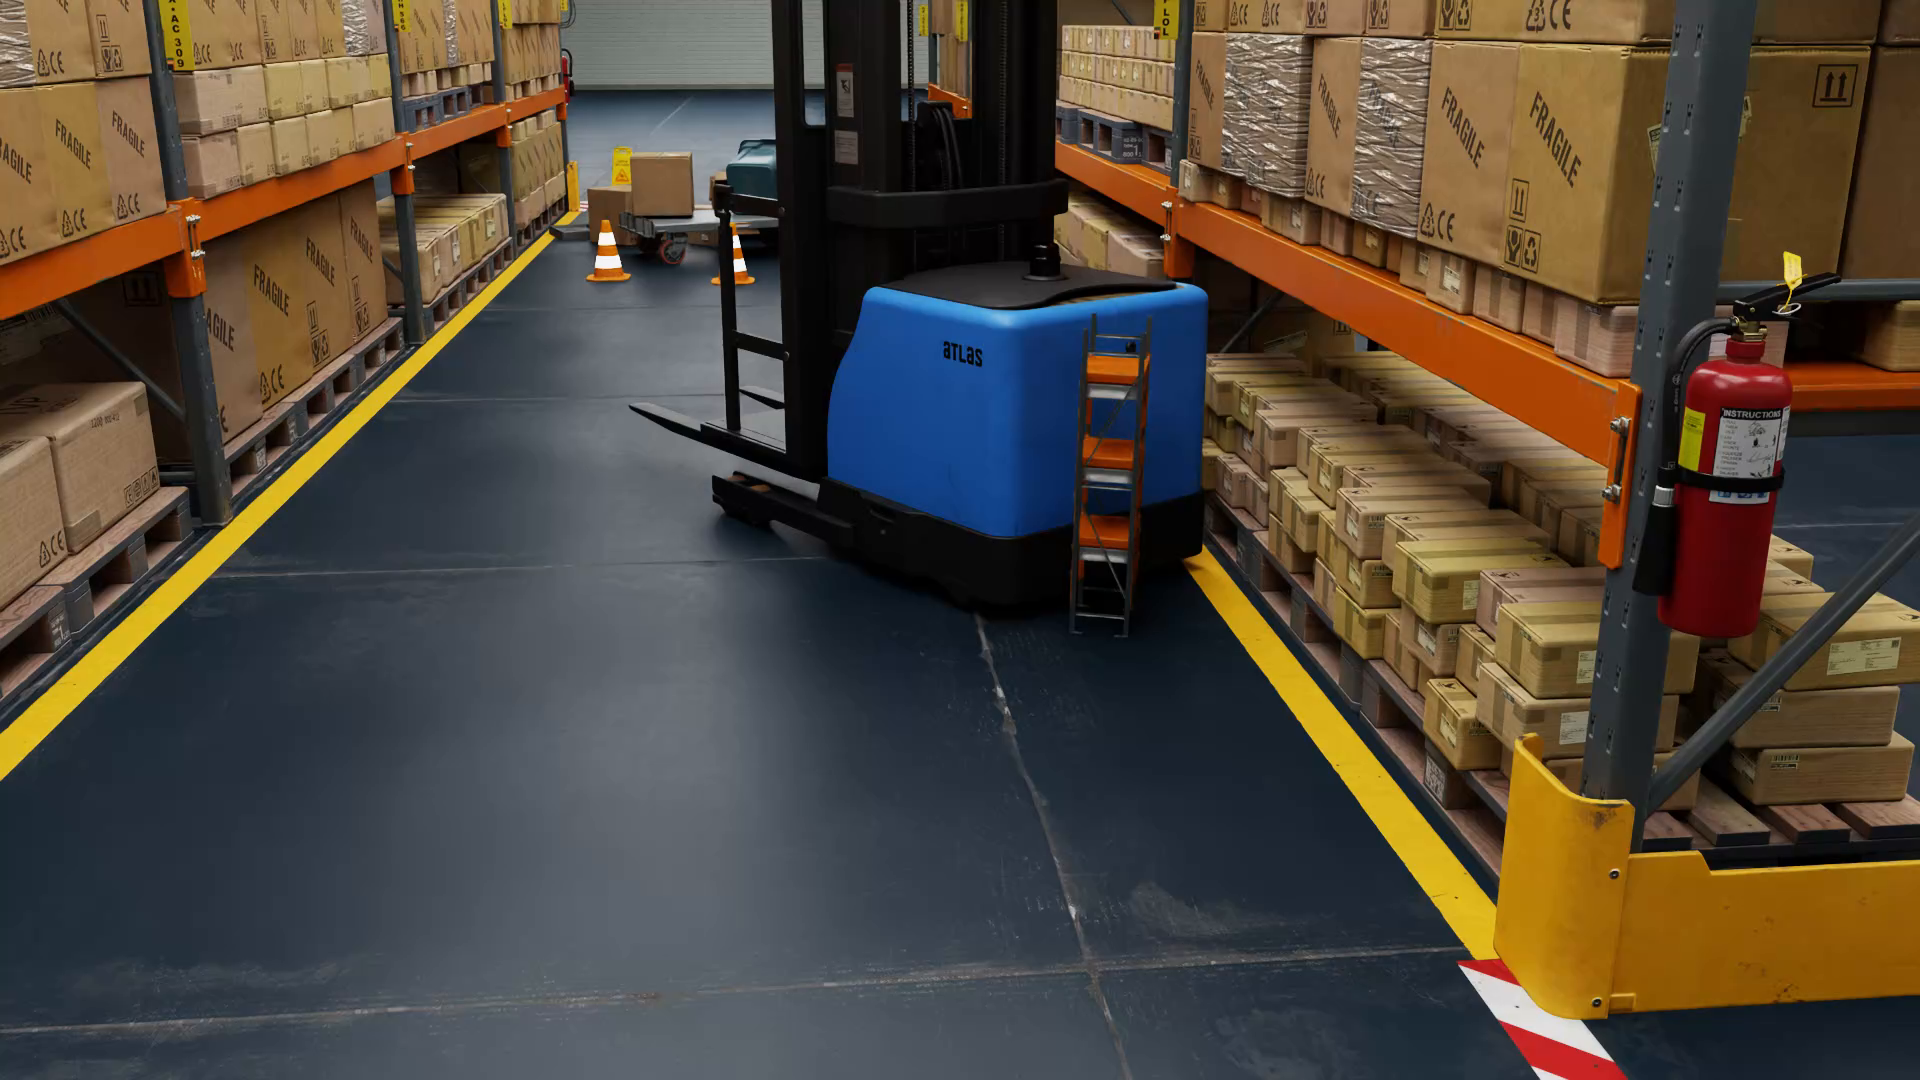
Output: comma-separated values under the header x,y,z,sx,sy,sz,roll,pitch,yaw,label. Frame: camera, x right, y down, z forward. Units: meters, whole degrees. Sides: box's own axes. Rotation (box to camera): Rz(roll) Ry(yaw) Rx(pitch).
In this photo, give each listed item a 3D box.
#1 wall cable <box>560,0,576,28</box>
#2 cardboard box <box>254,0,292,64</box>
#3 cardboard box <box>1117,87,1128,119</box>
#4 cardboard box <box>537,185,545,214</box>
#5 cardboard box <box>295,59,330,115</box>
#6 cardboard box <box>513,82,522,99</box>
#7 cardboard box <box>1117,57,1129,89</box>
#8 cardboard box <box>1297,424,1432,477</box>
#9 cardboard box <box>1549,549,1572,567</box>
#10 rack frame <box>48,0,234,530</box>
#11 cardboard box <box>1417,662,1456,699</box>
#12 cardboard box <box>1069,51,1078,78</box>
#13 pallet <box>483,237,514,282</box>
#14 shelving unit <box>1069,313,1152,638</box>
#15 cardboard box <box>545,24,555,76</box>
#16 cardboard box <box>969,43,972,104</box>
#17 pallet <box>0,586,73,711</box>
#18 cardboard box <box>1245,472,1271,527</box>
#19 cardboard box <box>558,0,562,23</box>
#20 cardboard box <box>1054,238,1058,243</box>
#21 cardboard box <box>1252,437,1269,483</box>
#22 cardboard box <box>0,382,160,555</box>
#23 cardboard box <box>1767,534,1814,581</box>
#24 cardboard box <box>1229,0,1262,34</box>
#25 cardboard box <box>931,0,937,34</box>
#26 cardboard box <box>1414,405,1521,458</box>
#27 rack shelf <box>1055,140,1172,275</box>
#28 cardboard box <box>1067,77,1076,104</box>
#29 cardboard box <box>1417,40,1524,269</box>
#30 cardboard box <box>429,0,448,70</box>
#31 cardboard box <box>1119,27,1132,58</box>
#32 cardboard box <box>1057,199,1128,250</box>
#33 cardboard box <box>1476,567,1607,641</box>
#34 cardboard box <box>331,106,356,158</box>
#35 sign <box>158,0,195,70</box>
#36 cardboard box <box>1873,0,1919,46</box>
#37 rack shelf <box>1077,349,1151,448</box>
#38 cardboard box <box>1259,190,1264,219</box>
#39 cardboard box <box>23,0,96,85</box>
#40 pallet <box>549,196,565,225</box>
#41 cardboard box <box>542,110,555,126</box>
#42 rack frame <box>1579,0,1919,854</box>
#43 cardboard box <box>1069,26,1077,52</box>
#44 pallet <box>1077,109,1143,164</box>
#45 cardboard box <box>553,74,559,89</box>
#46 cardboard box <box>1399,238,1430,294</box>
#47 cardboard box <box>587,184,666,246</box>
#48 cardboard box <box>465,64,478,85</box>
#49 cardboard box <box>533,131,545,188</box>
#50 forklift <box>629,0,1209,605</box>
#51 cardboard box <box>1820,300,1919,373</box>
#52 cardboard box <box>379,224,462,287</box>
x,y,z,sx,sy,sz,roll,pitch,yaw,label
-12.605,-15.903,47.494,3.097,2.526,0.112,-2,18,-6,wall cable
-3.411,-2.445,7.622,0.500,0.500,0.500,-2,18,-7,cardboard box
1.015,-2.244,8.536,0.380,0.149,0.250,-1,17,-3,cardboard box
-4.264,-3.253,15.921,0.500,0.250,0.500,-2,18,-6,cardboard box
-3.449,-2.243,8.231,0.500,0.250,0.500,-2,18,-7,cardboard box
-4.187,-4.074,15.067,0.380,0.149,0.250,-1,17,-4,cardboard box
1.014,-2.391,8.507,0.380,0.149,0.250,-2,18,-5,cardboard box
1.369,-0.287,5.648,0.380,0.149,0.250,-3,18,-8,cardboard box
1.879,0.073,4.999,0.380,0.149,0.250,-3,18,-8,cardboard box
-3.523,-1.480,6.385,1.000,3.000,0.127,-2,18,-6,rack frame
1.473,0.383,4.508,0.380,0.149,0.250,-2,18,-6,cardboard box
0.858,-2.847,9.958,0.380,0.149,0.250,-1,17,-3,cardboard box
-4.266,-2.302,13.656,1.003,0.211,1.213,-2,18,-6,pallet
0.503,-0.211,5.569,0.215,1.050,0.252,5,20,10,shelving unit
-4.383,-4.943,16.750,0.500,0.500,0.500,-2,18,-6,cardboard box
0.352,-3.930,14.019,0.500,0.500,0.500,-2,17,-5,cardboard box
-3.393,0.443,4.913,1.003,0.211,1.213,-2,18,-6,pallet
1.289,-0.159,6.235,0.380,0.149,0.250,-2,18,-7,cardboard box
-4.490,-5.577,17.100,0.700,0.500,0.500,-2,18,-7,cardboard box
0.797,-1.644,10.379,0.500,0.500,0.500,-3,18,-8,cardboard box
1.311,-0.303,6.196,0.380,0.149,0.250,-3,18,-8,cardboard box
-3.565,-0.268,6.099,0.875,0.438,0.875,-2,18,-6,cardboard box
2.040,0.080,4.479,0.380,0.149,0.250,-2,18,-6,cardboard box
1.263,-2.034,5.816,0.500,0.500,0.500,-2,18,-7,cardboard box
0.153,-5.714,17.816,0.875,0.550,0.550,-2,18,-6,cardboard box
1.854,-0.383,5.955,0.380,0.149,0.250,-3,18,-8,cardboard box
1.184,-1.916,8.974,1.077,0.370,4.000,-2,18,-6,rack shelf
0.851,-2.716,10.039,0.380,0.149,0.250,-1,17,-3,cardboard box
1.453,-0.941,4.003,0.500,0.500,0.500,-2,18,-7,cardboard box
-3.874,-3.516,11.505,0.500,0.500,0.500,-1,17,-5,cardboard box
1.021,-2.530,8.452,0.380,0.149,0.250,-3,18,-8,cardboard box
0.861,-1.857,9.804,0.500,0.250,0.500,-2,18,-6,cardboard box
1.528,0.178,4.168,0.380,0.149,0.250,-1,17,-5,cardboard box
-3.521,-2.156,8.786,0.500,0.250,0.500,-2,18,-6,cardboard box
-2.971,-1.949,6.299,0.100,0.325,0.005,-2,18,-6,sign
2.021,-1.280,3.415,0.500,0.500,0.500,-2,18,-6,cardboard box
0.508,-0.468,5.476,0.215,0.259,0.240,5,20,10,rack shelf
1.297,-1.215,5.960,0.380,0.149,0.250,-3,18,-8,cardboard box
-3.155,-1.722,5.317,0.500,0.500,0.500,-2,18,-6,cardboard box
-4.704,-3.459,17.344,1.003,0.211,1.213,-2,18,-6,pallet
-4.314,-4.273,16.836,0.380,0.149,0.250,-1,17,-4,cardboard box
1.803,-0.472,3.172,1.000,3.000,0.127,-2,18,-6,rack frame
0.863,-2.996,9.937,0.380,0.149,0.250,-2,18,-7,cardboard box
1.223,-2.175,8.918,1.003,0.211,1.213,-2,18,-6,pallet
-4.372,-4.759,17.247,0.380,0.149,0.250,-2,18,-6,cardboard box
1.412,-0.744,4.460,0.380,0.149,0.250,-3,18,-8,cardboard box
-3.105,-3.034,15.502,0.500,0.500,0.500,11,21,32,cardboard box
-3.918,-3.569,12.756,0.380,0.149,0.250,-2,18,-5,cardboard box
-4.259,-3.608,15.799,0.500,0.500,0.500,-1,17,-3,cardboard box
-0.392,-1.545,6.706,1.130,2.935,3.031,-13,22,-37,forklift
2.096,-0.458,3.549,0.380,0.149,0.250,-2,18,-6,cardboard box
-4.068,-2.007,11.748,0.950,0.372,0.625,-2,18,-7,cardboard box
